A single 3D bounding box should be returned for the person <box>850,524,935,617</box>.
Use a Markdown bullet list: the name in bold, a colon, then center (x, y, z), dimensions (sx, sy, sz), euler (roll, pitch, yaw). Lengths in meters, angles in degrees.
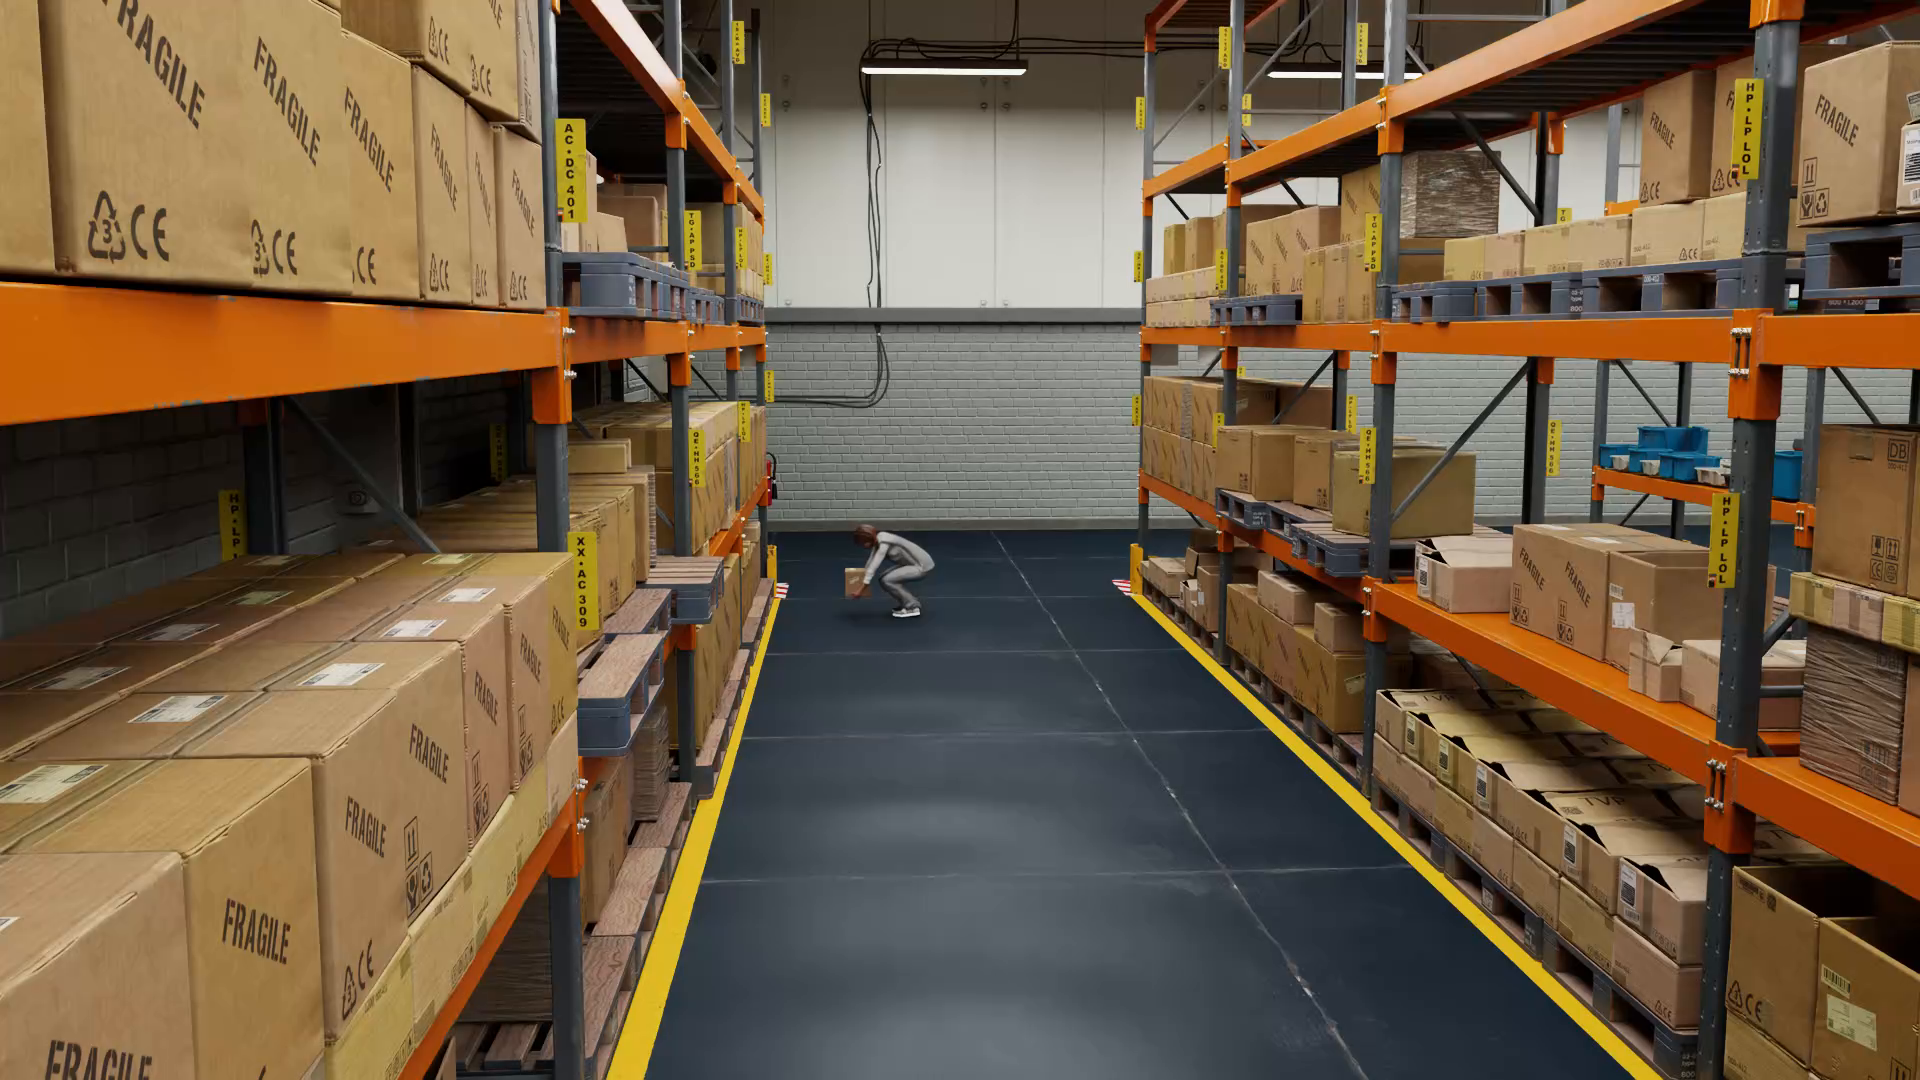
- **person**: center (-0.663, 0.298, 16.277), dimensions (0.835, 0.895, 0.422), euler (-1, 7, -5)
